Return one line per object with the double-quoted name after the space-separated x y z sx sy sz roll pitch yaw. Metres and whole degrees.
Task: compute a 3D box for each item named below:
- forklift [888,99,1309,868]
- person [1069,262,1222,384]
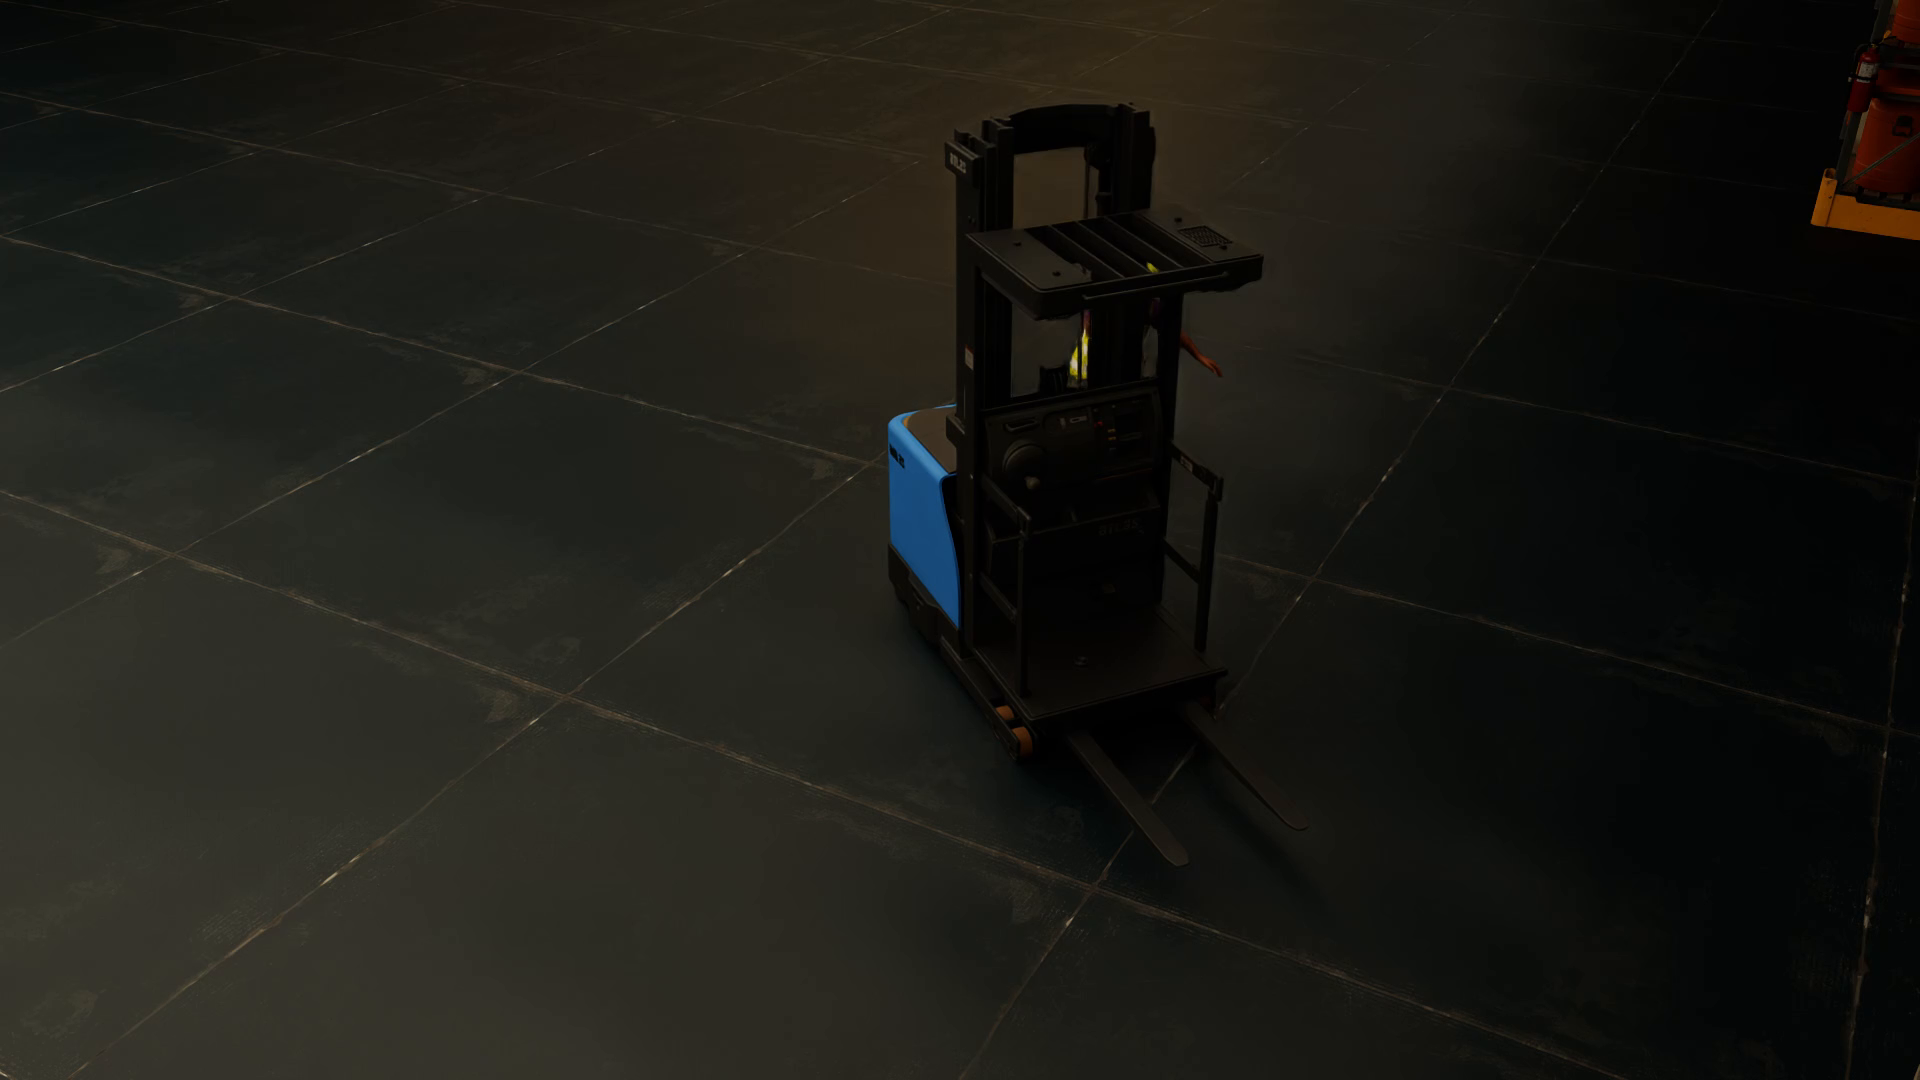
0.641 -0.435 7.824 1.130 2.935 3.031 -12 32 -20 "forklift"
1.144 -1.072 10.434 0.863 1.507 0.873 12 32 19 "person"
